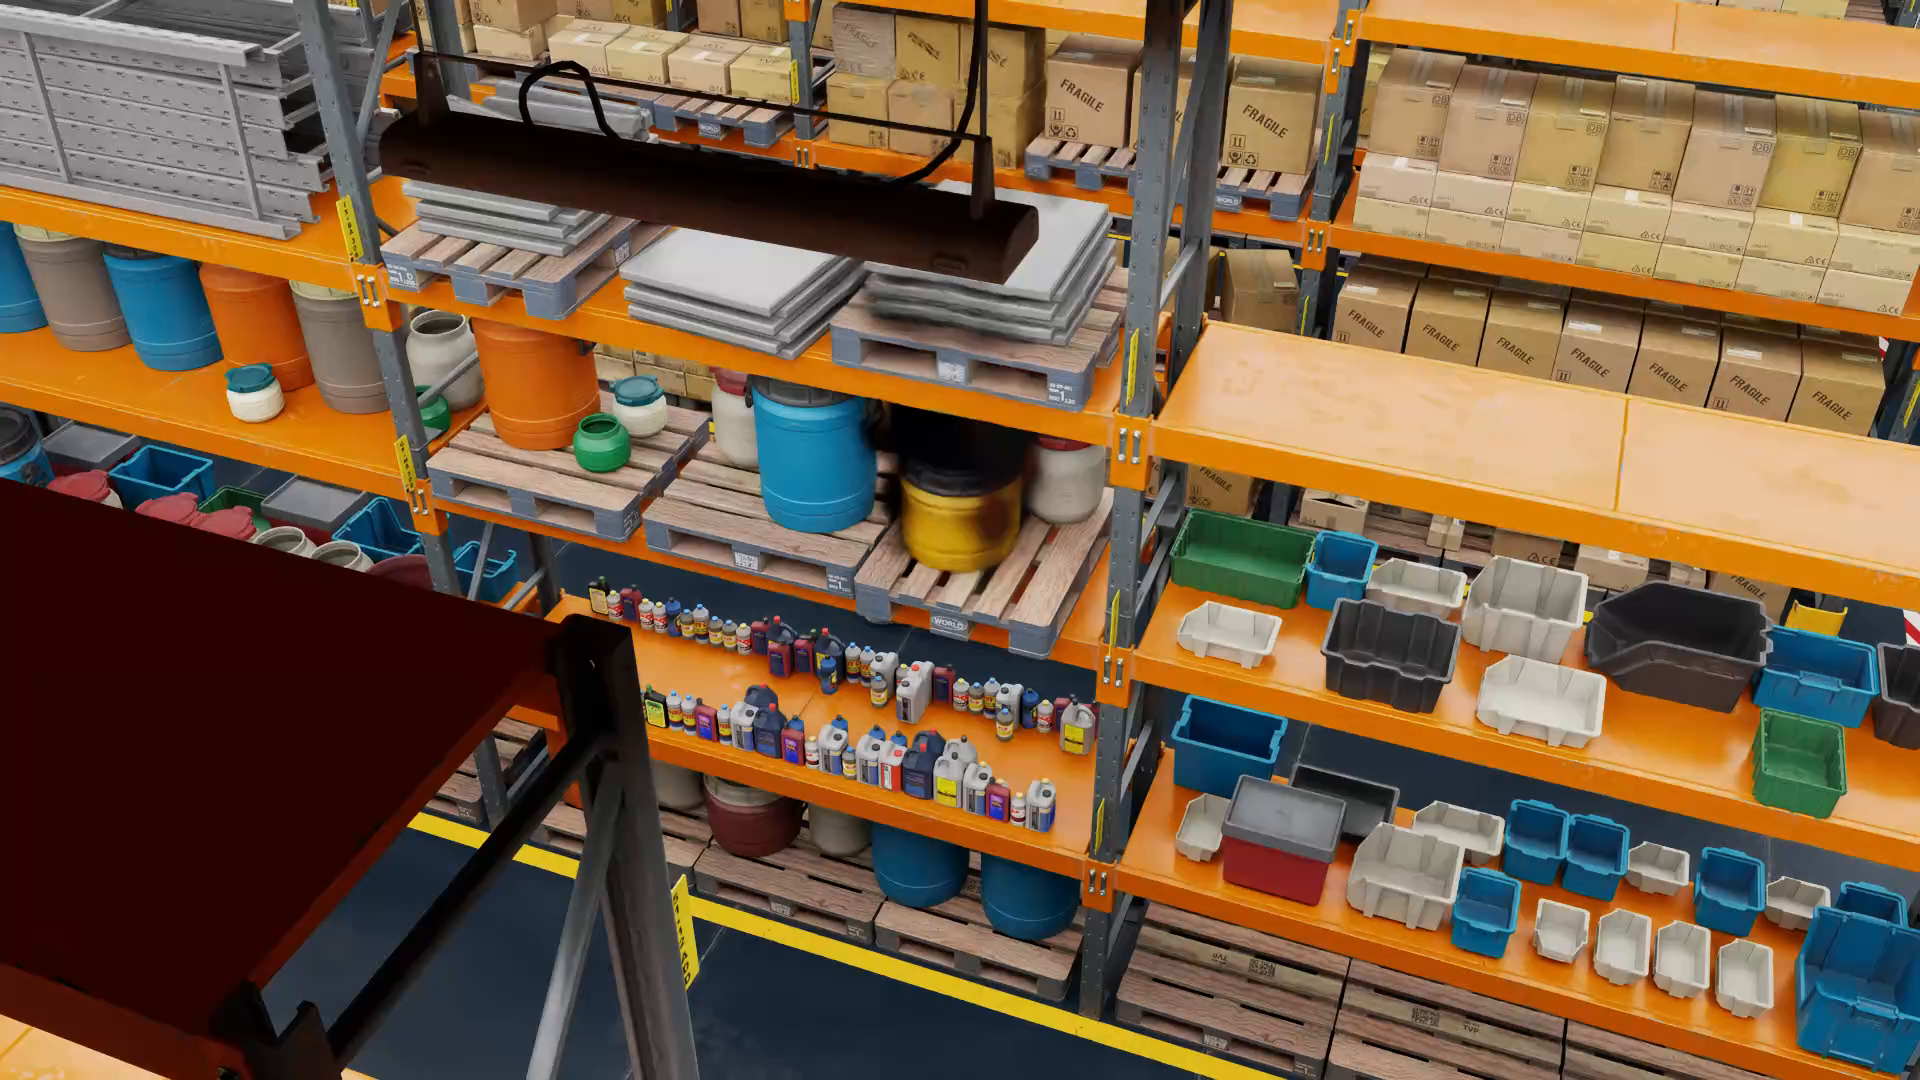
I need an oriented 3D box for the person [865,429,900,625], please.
[{"bbox_3d":[-0.680,-0.105,12.108,0.602,1.684,0.651,4,37,6],"label":"person"}]
